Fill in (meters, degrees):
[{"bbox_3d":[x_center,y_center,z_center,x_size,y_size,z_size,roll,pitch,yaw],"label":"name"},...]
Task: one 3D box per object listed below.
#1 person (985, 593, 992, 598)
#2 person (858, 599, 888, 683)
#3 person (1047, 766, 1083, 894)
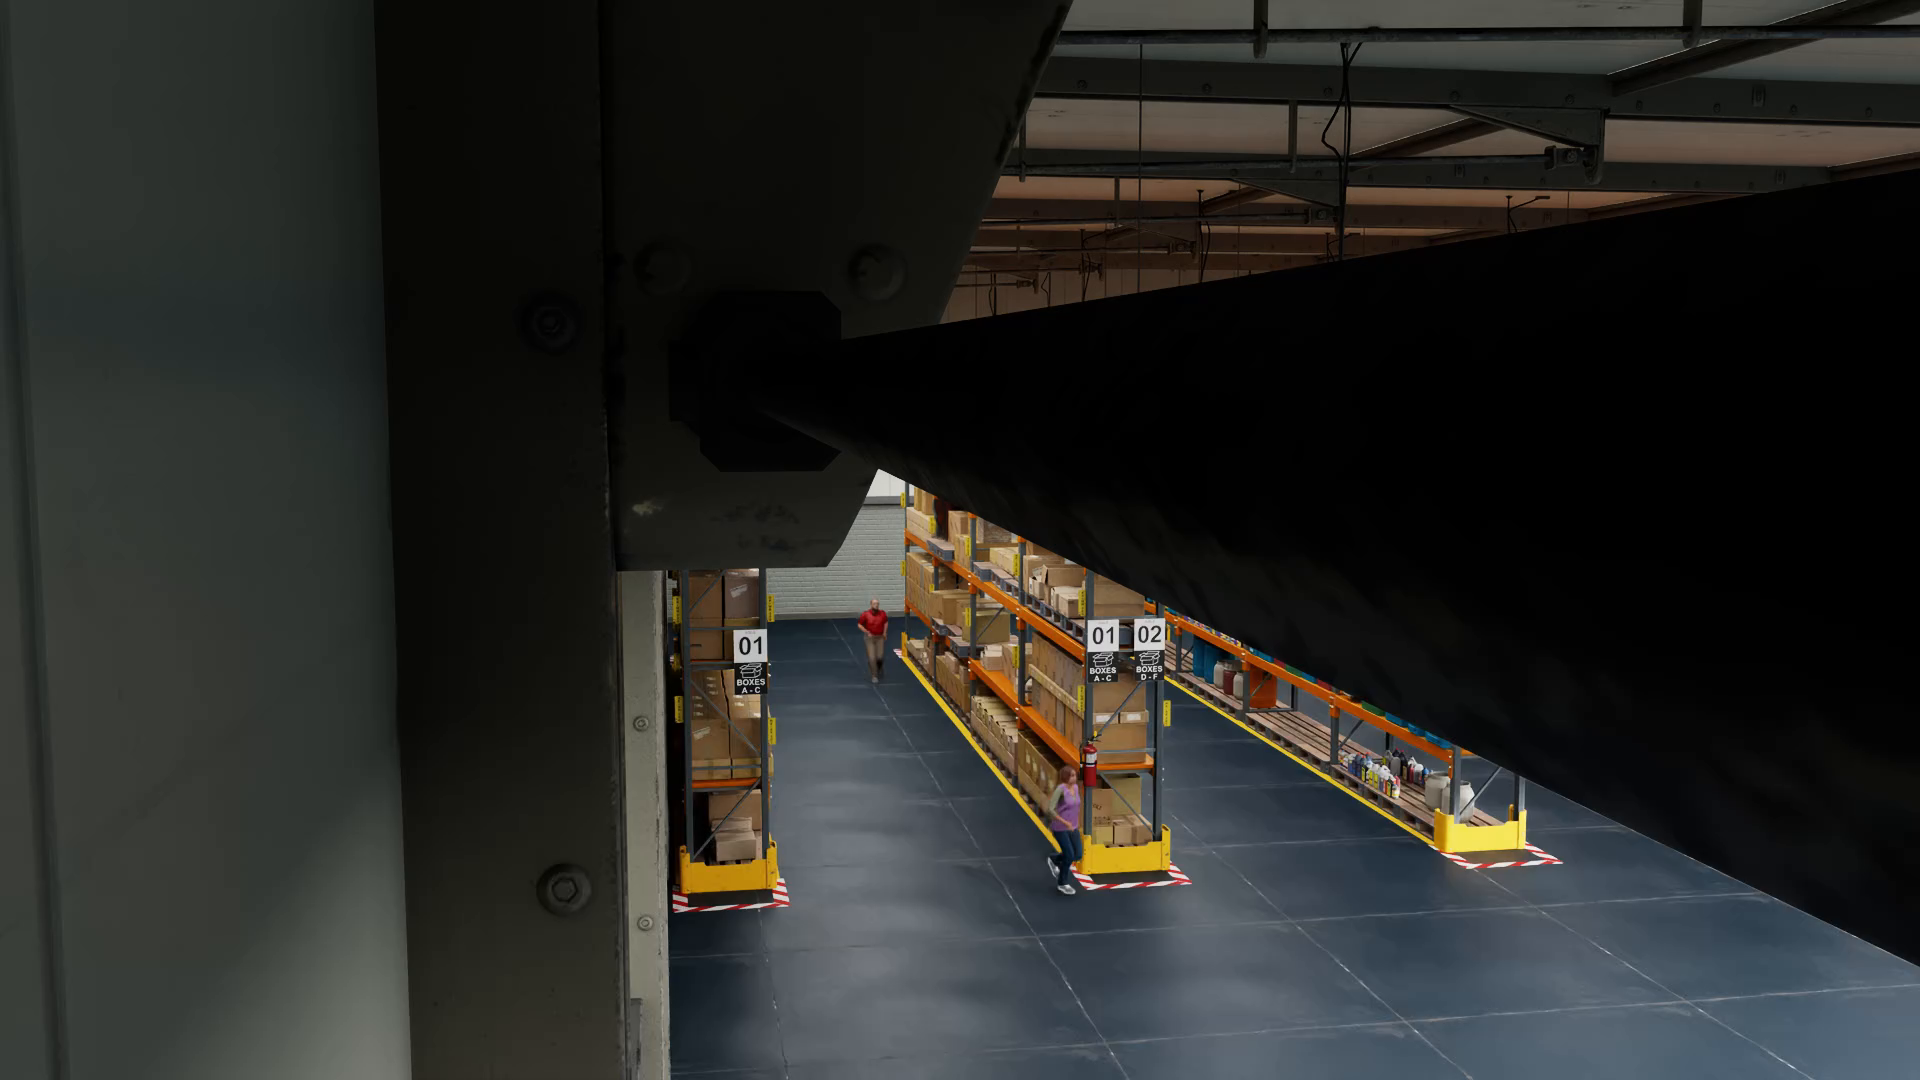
[{"bbox_3d":[0.473,1.591,37.405,0.702,1.731,0.674,-3,7,-28],"label":"person"},{"bbox_3d":[-1.727,2.026,33.479,0.646,1.696,0.628,-2,6,-15],"label":"person"},{"bbox_3d":[1.253,3.485,20.100,0.575,1.565,0.560,5,8,43],"label":"person"}]
